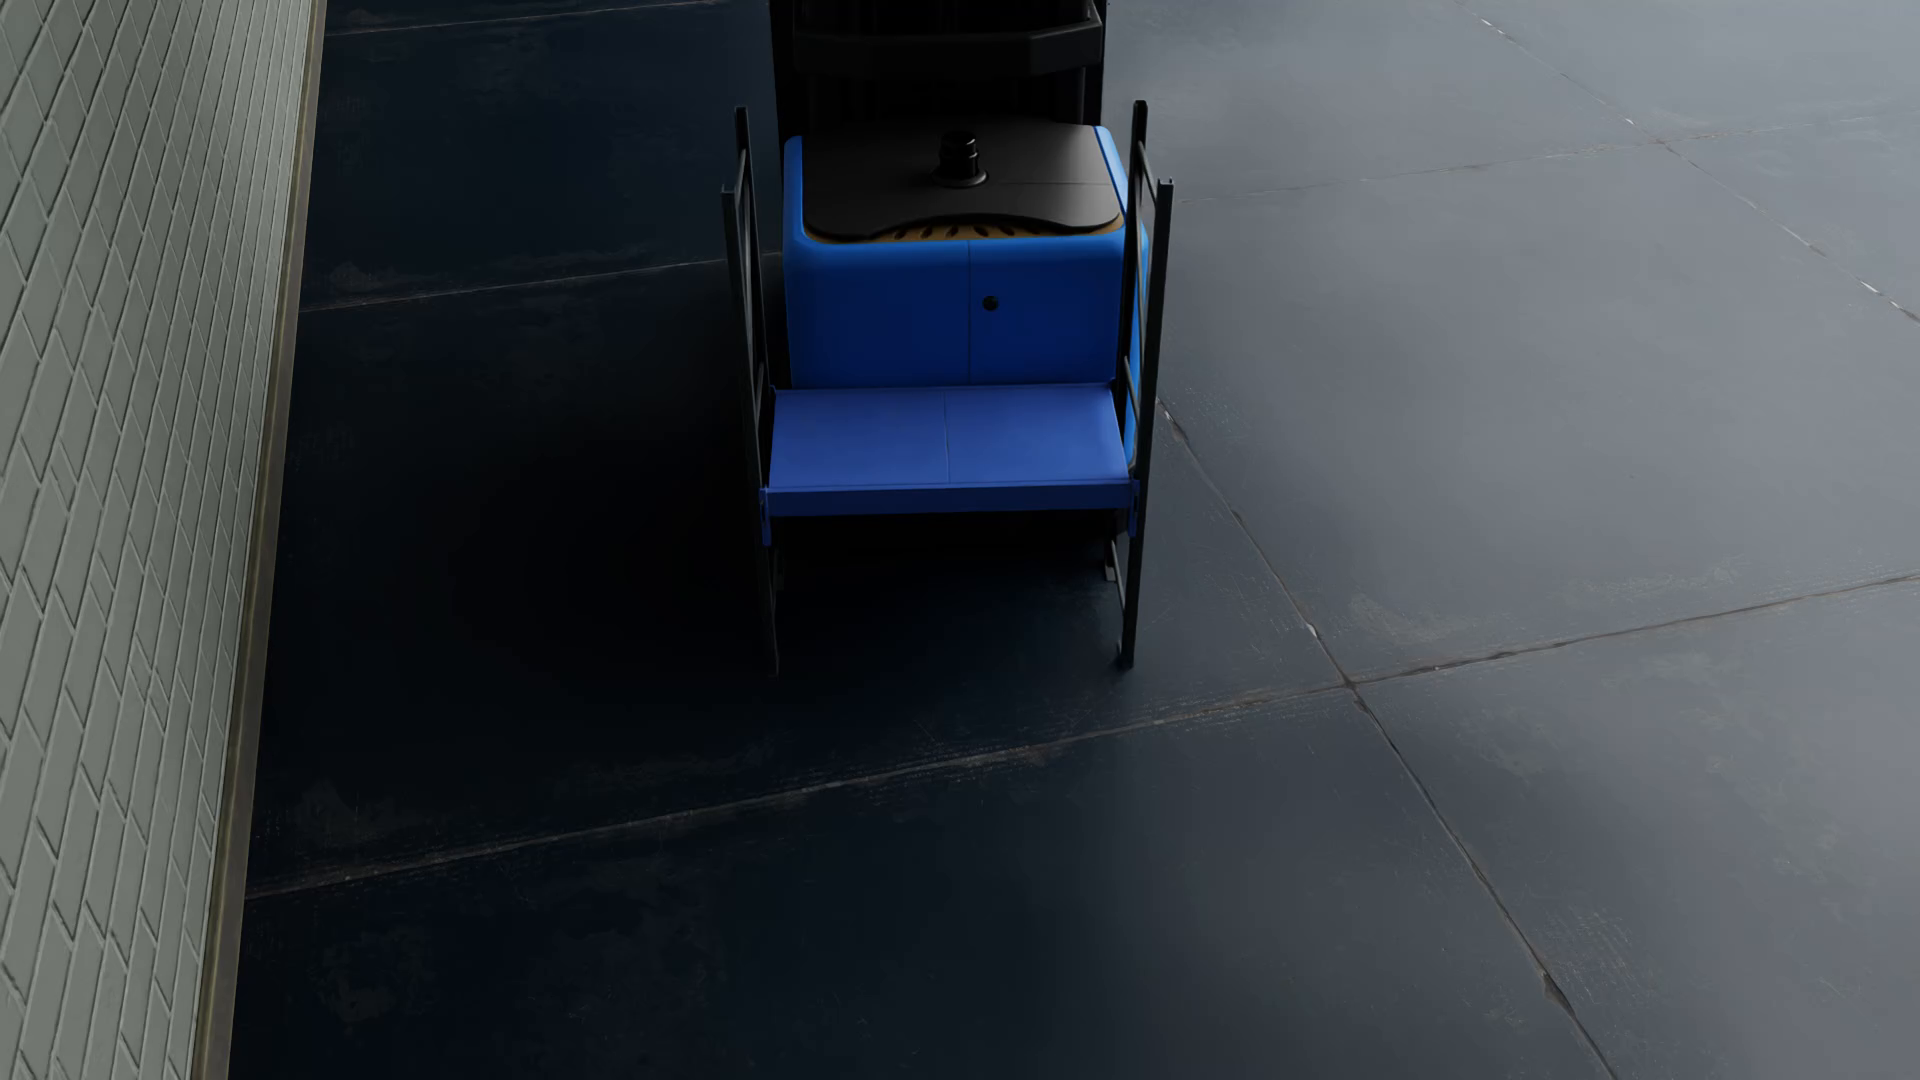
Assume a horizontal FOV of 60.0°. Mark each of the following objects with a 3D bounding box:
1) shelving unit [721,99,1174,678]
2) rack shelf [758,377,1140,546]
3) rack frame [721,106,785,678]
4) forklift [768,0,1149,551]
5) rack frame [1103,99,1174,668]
[{"bbox_3d":[-0.037,-0.368,4.496,1.048,1.500,0.538,-1,37,-2],"label":"shelving unit"},{"bbox_3d":[-0.037,-0.225,4.606,1.000,0.185,0.538,-1,37,-2],"label":"rack shelf"},{"bbox_3d":[-0.545,-0.355,4.479,0.032,1.500,0.500,-1,37,-2],"label":"rack frame"},{"bbox_3d":[-0.090,-2.011,5.467,1.130,2.935,3.031,-3,37,-4],"label":"forklift"},{"bbox_3d":[0.471,-0.381,4.514,0.032,1.500,0.500,-1,37,-2],"label":"rack frame"}]
